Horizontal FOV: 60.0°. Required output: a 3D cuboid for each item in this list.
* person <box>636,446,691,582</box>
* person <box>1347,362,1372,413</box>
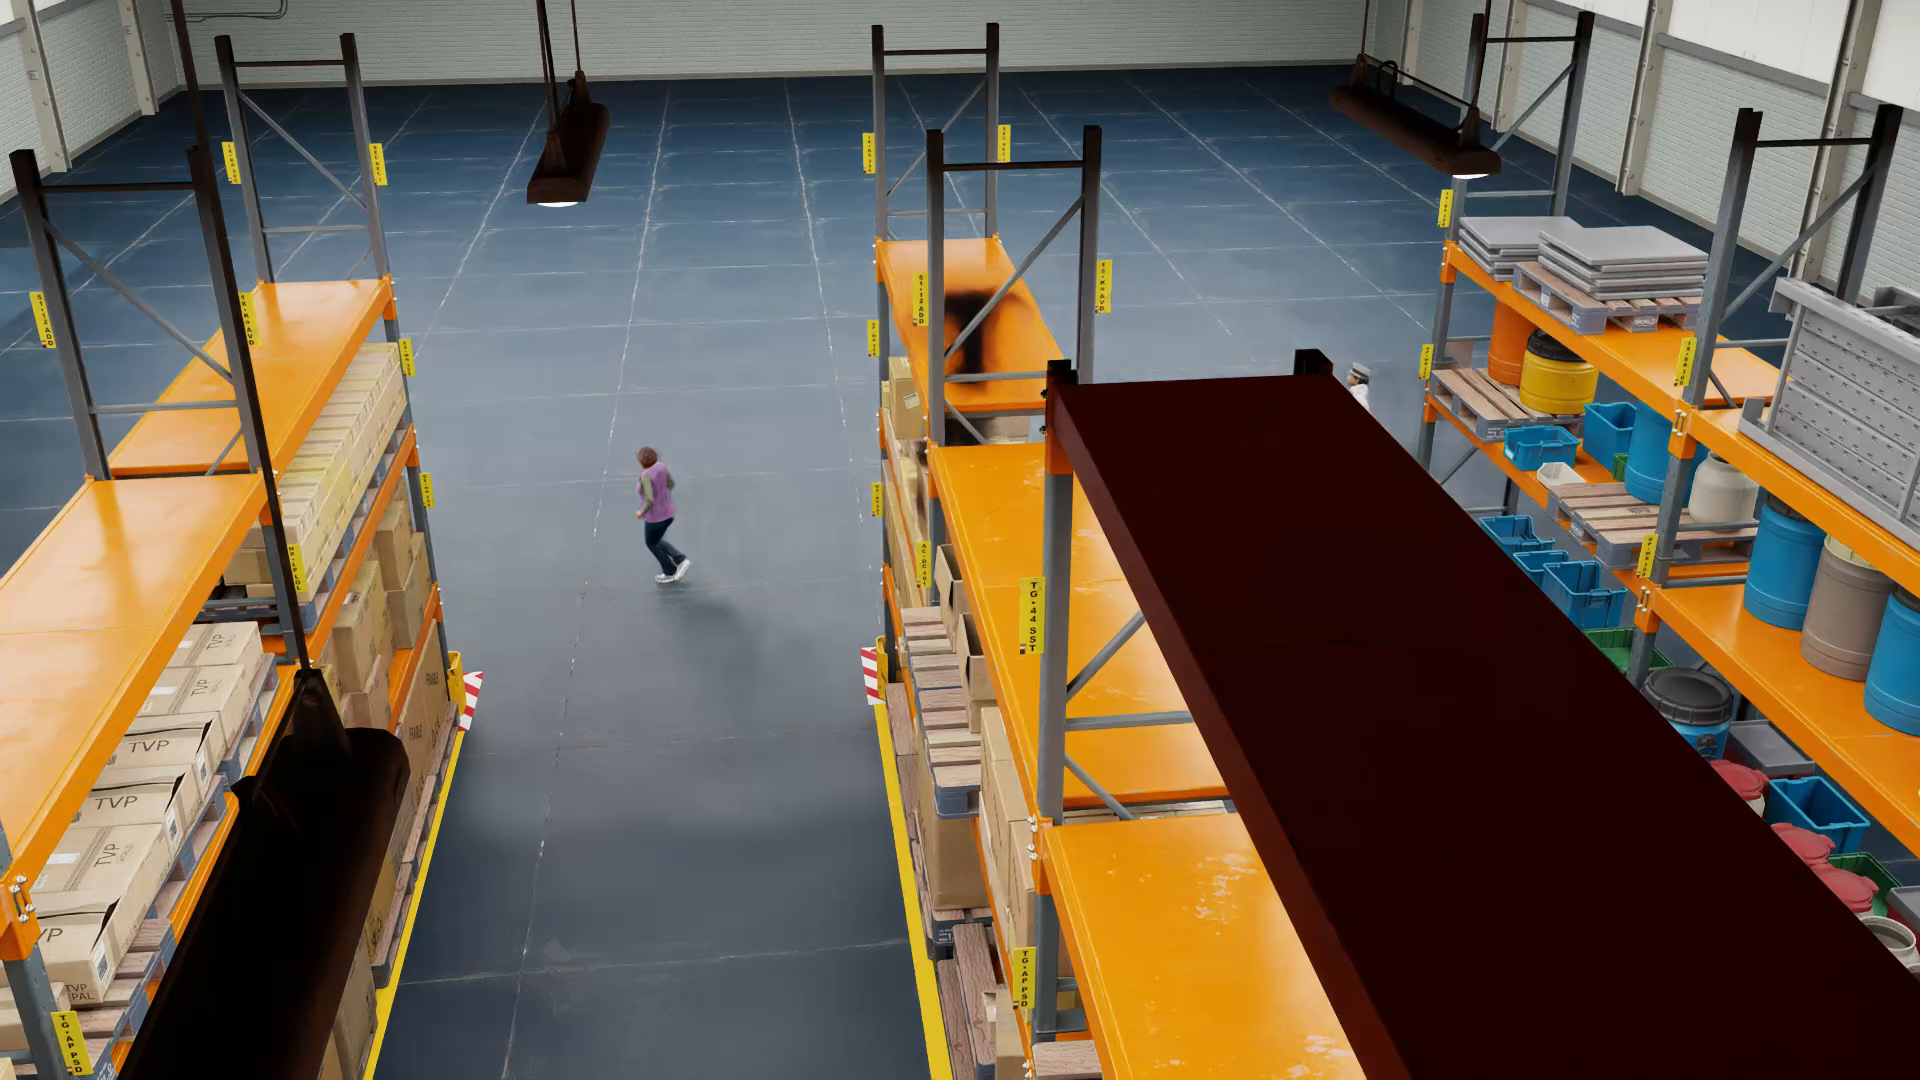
[{"bbox_3d":[-3.053,-0.221,17.242,0.541,1.529,0.535,12,28,24],"label":"person"},{"bbox_3d":[4.536,-1.262,19.258,0.578,1.641,0.600,8,27,17],"label":"person"}]
